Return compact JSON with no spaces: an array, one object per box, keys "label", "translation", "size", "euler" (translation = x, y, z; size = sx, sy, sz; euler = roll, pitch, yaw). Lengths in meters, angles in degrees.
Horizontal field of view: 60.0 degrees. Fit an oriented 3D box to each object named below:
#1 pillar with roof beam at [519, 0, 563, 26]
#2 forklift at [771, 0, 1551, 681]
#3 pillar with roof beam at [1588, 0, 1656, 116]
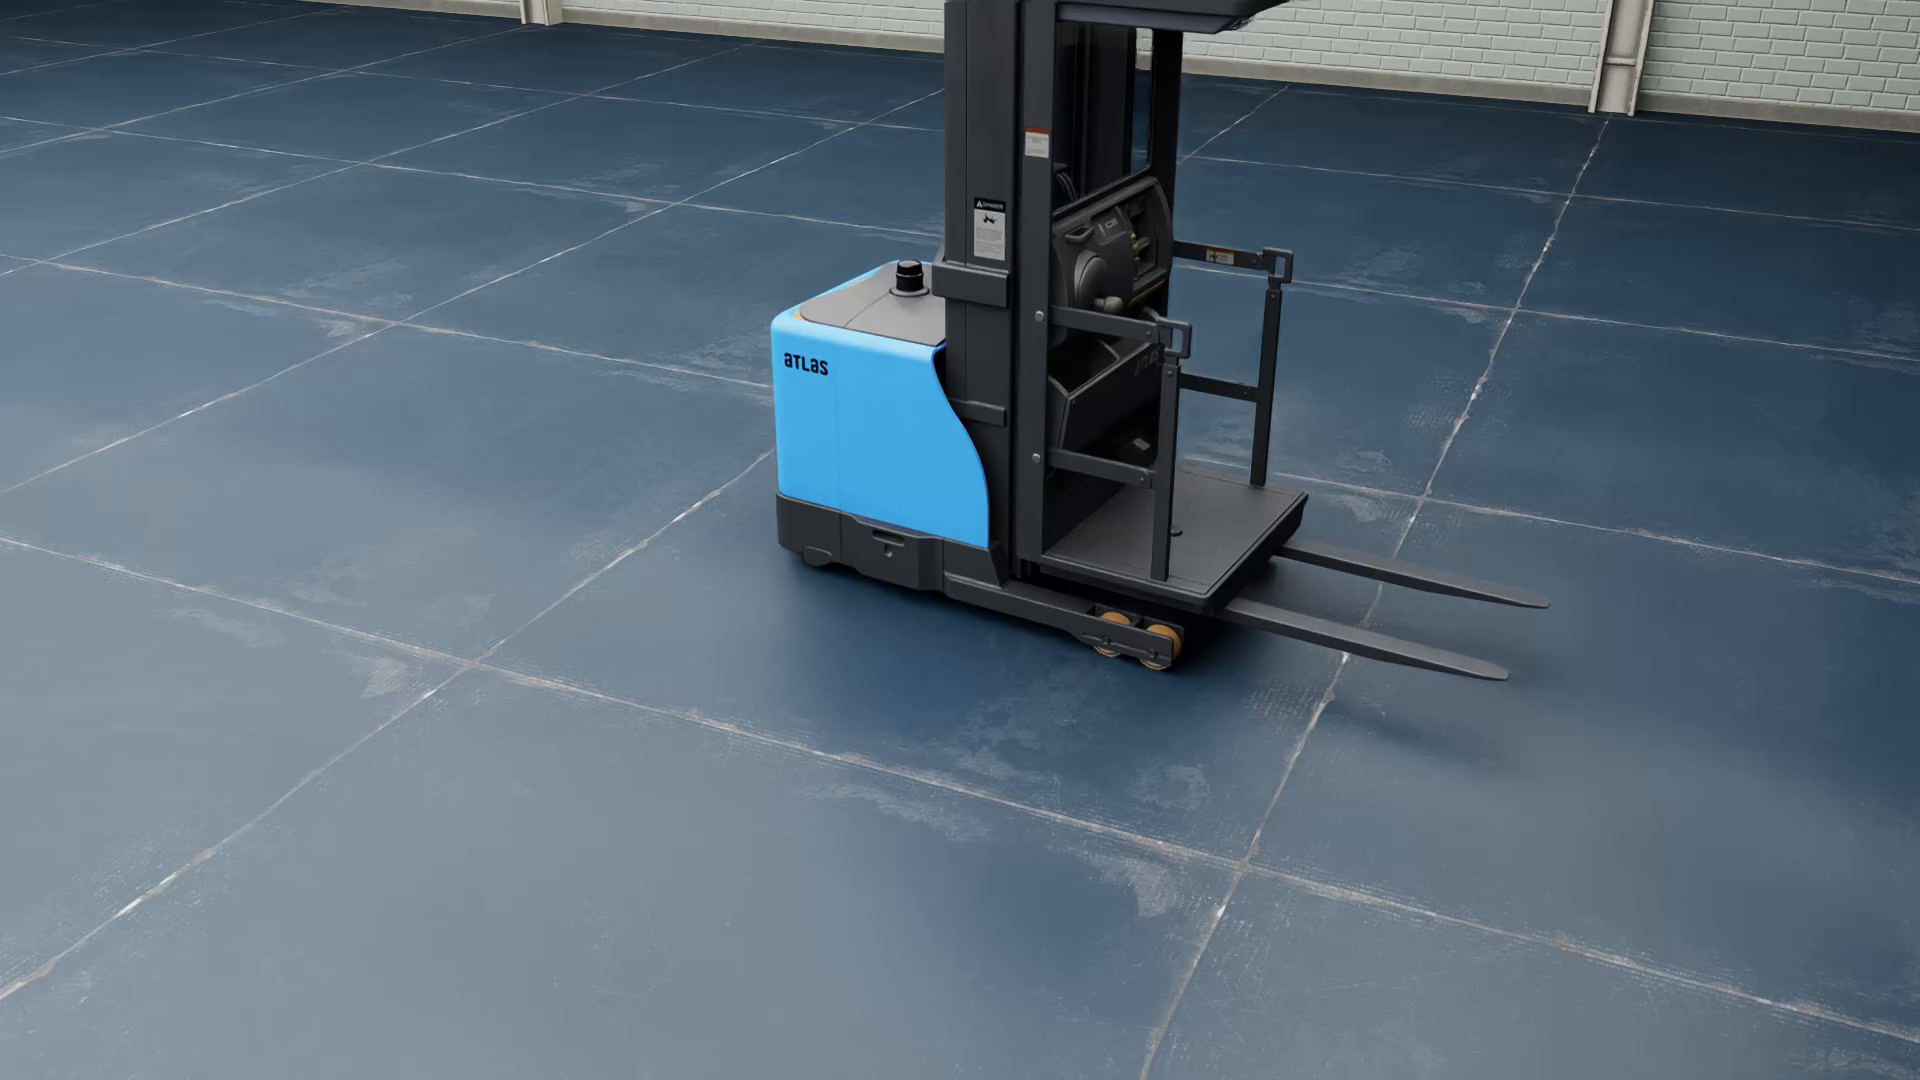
[{"label":"pillar with roof beam","translation":[-6.722,-8.439,14.203],"size":[0.400,9.000,9.100],"euler":[11,28,22]},{"label":"forklift","translation":[0.757,-1.095,6.156],"size":[3.031,2.935,1.130],"euler":[15,30,27]},{"label":"pillar with roof beam","translation":[4.202,-6.245,9.746],"size":[0.400,9.000,9.100],"euler":[11,28,22]}]
